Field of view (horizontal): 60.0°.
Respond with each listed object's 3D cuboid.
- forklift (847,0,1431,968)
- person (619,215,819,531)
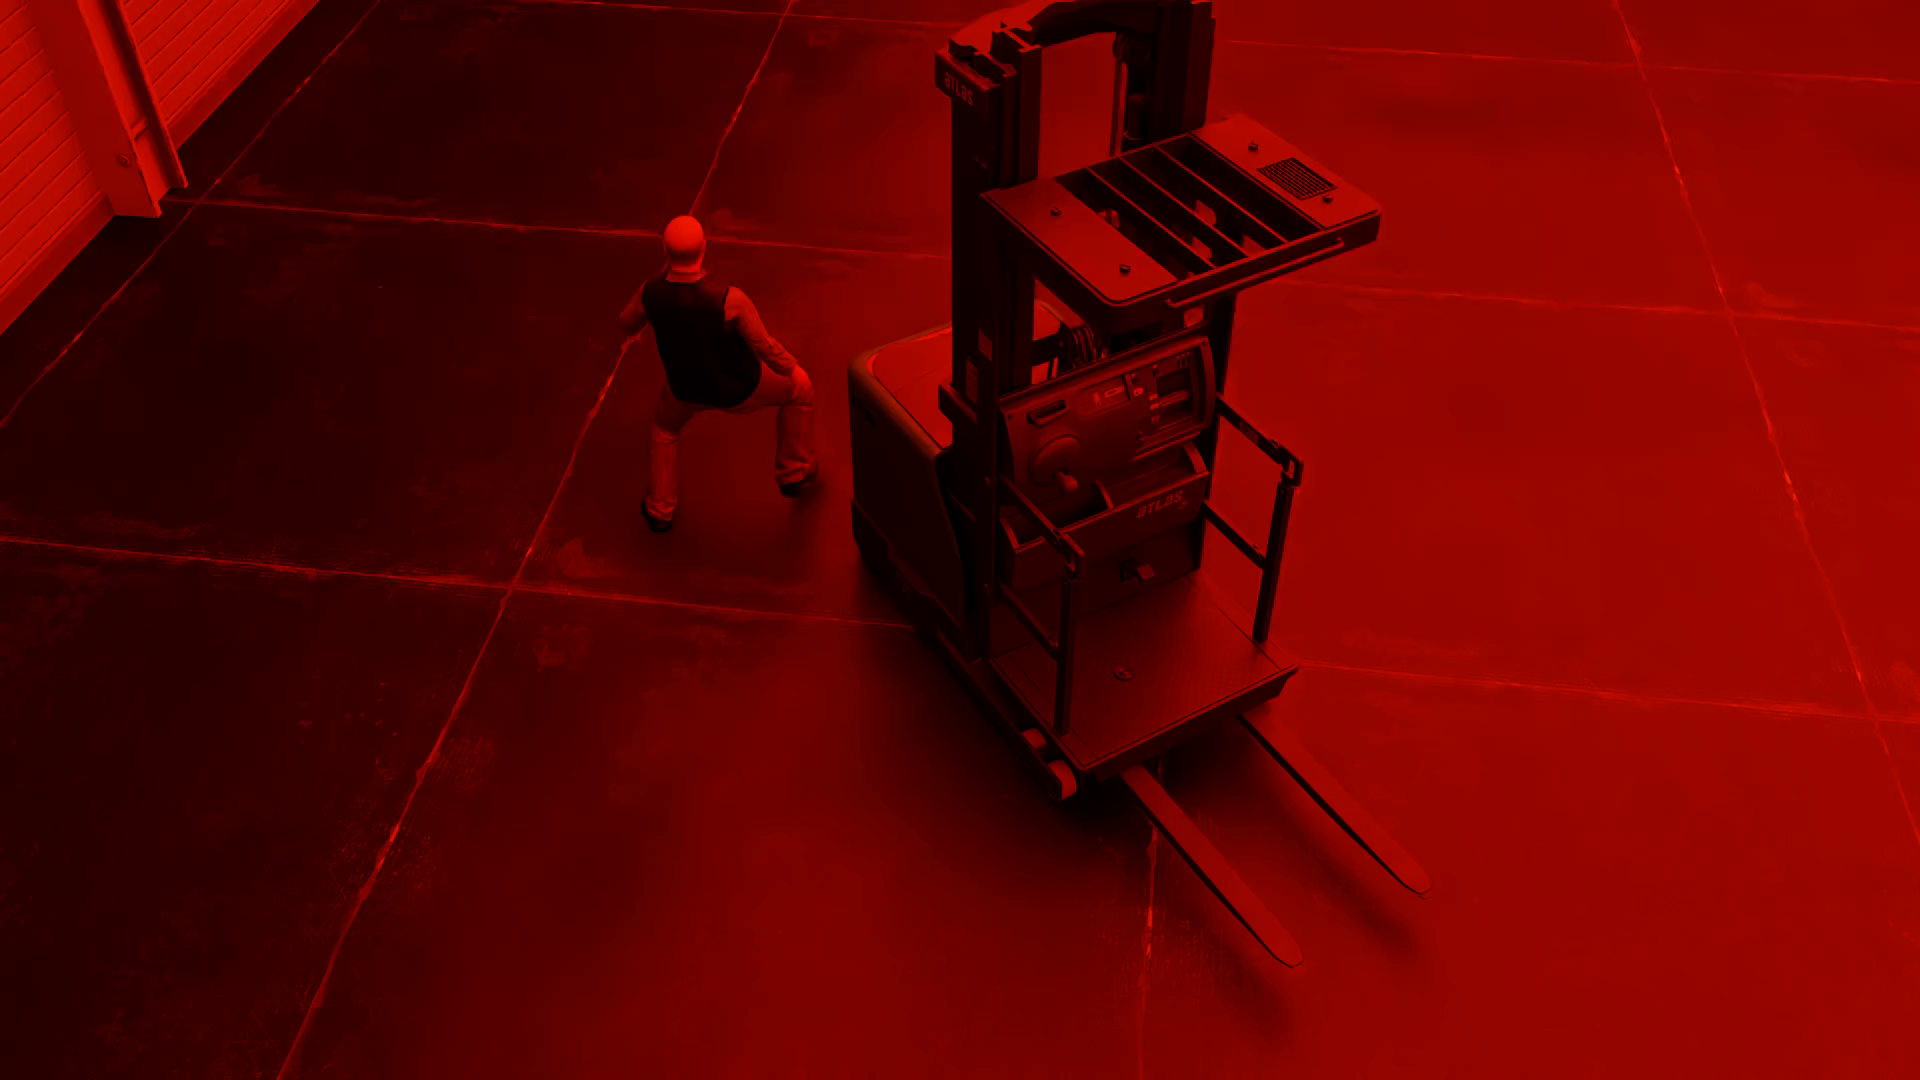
[{"bbox_3d":[0.685,-0.389,6.148,1.130,2.935,3.031,-22,47,-22],"label":"forklift"},{"bbox_3d":[-1.149,-0.792,7.603,0.938,1.596,0.675,10,44,11],"label":"person"}]
